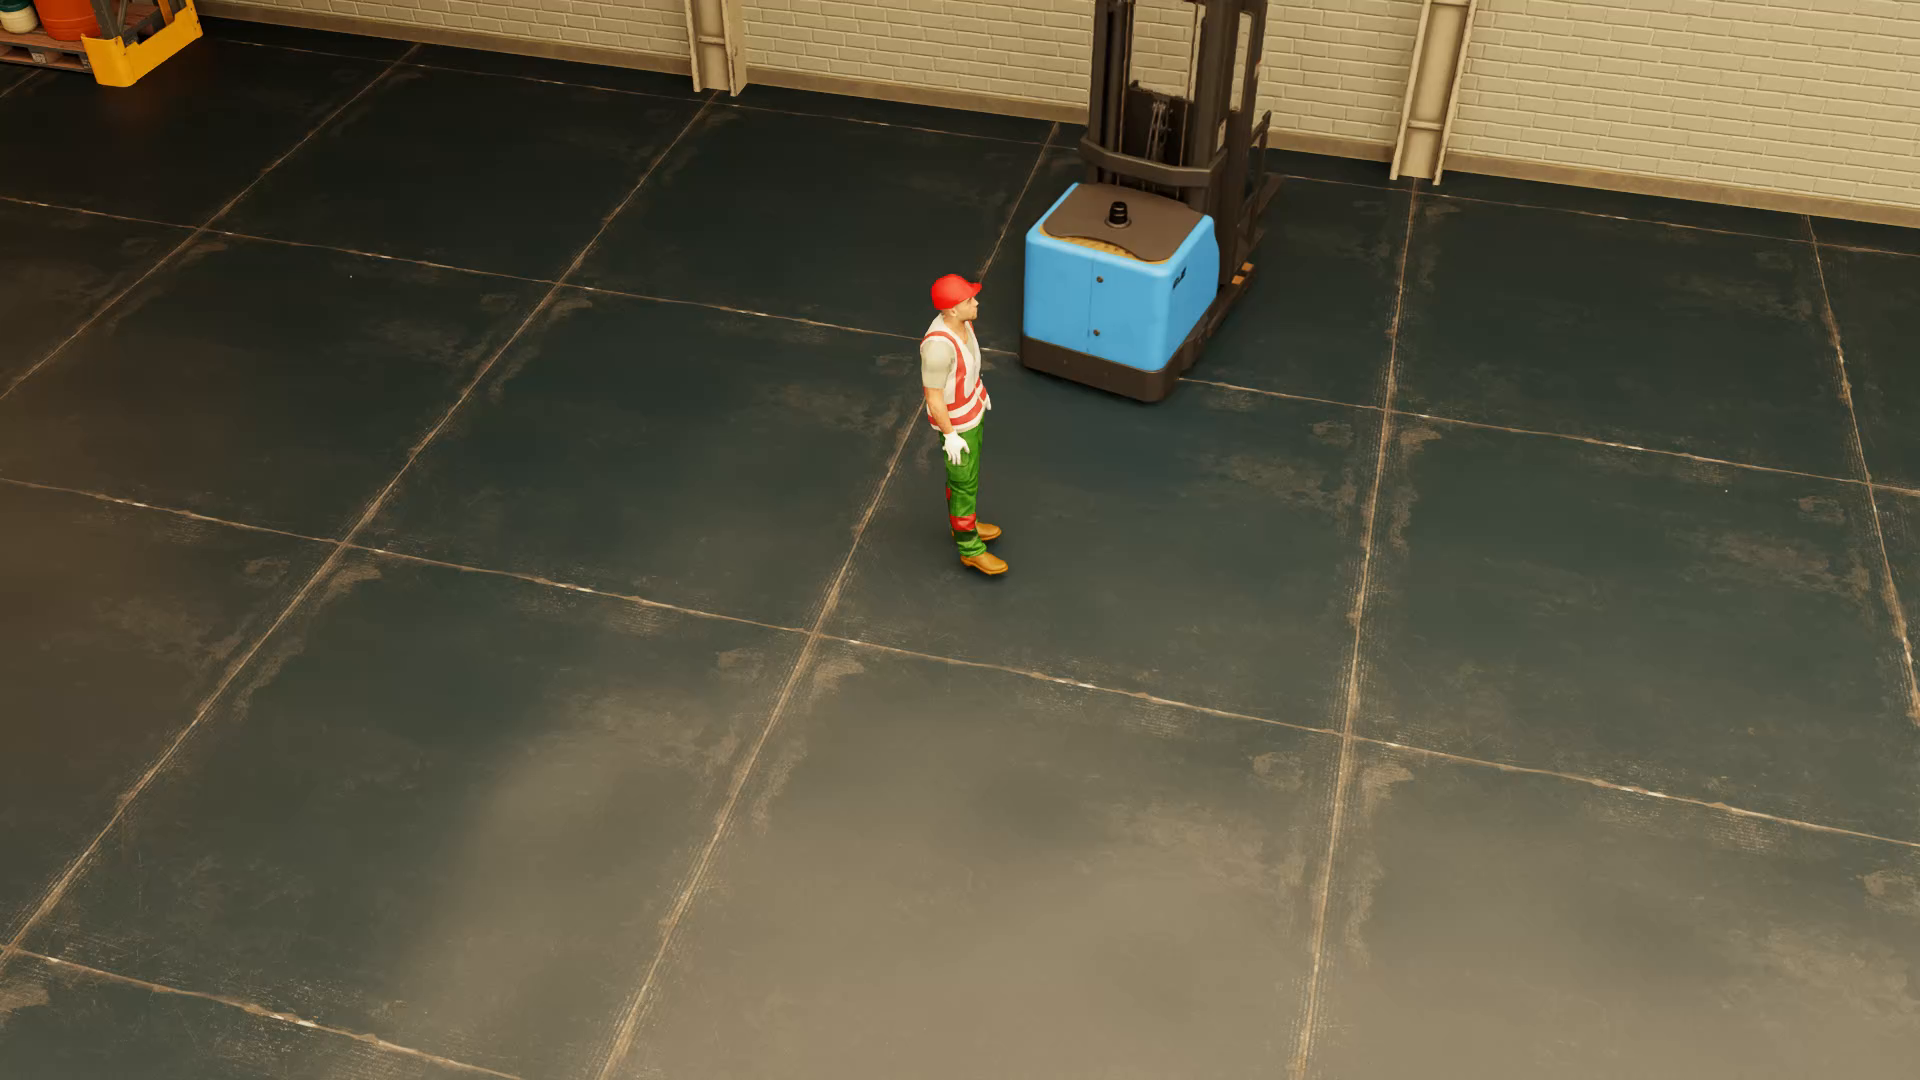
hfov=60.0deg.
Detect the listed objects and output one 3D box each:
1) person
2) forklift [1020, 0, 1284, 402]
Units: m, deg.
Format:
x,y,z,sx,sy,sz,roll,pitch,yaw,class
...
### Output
x,y,z,sx,sy,sz,roll,pitch,yaw,class
0.074,-0.687,9.440,0.564,1.786,0.638,10,42,11,person
1.534,-2.983,11.264,1.130,2.935,3.031,19,45,20,forklift
